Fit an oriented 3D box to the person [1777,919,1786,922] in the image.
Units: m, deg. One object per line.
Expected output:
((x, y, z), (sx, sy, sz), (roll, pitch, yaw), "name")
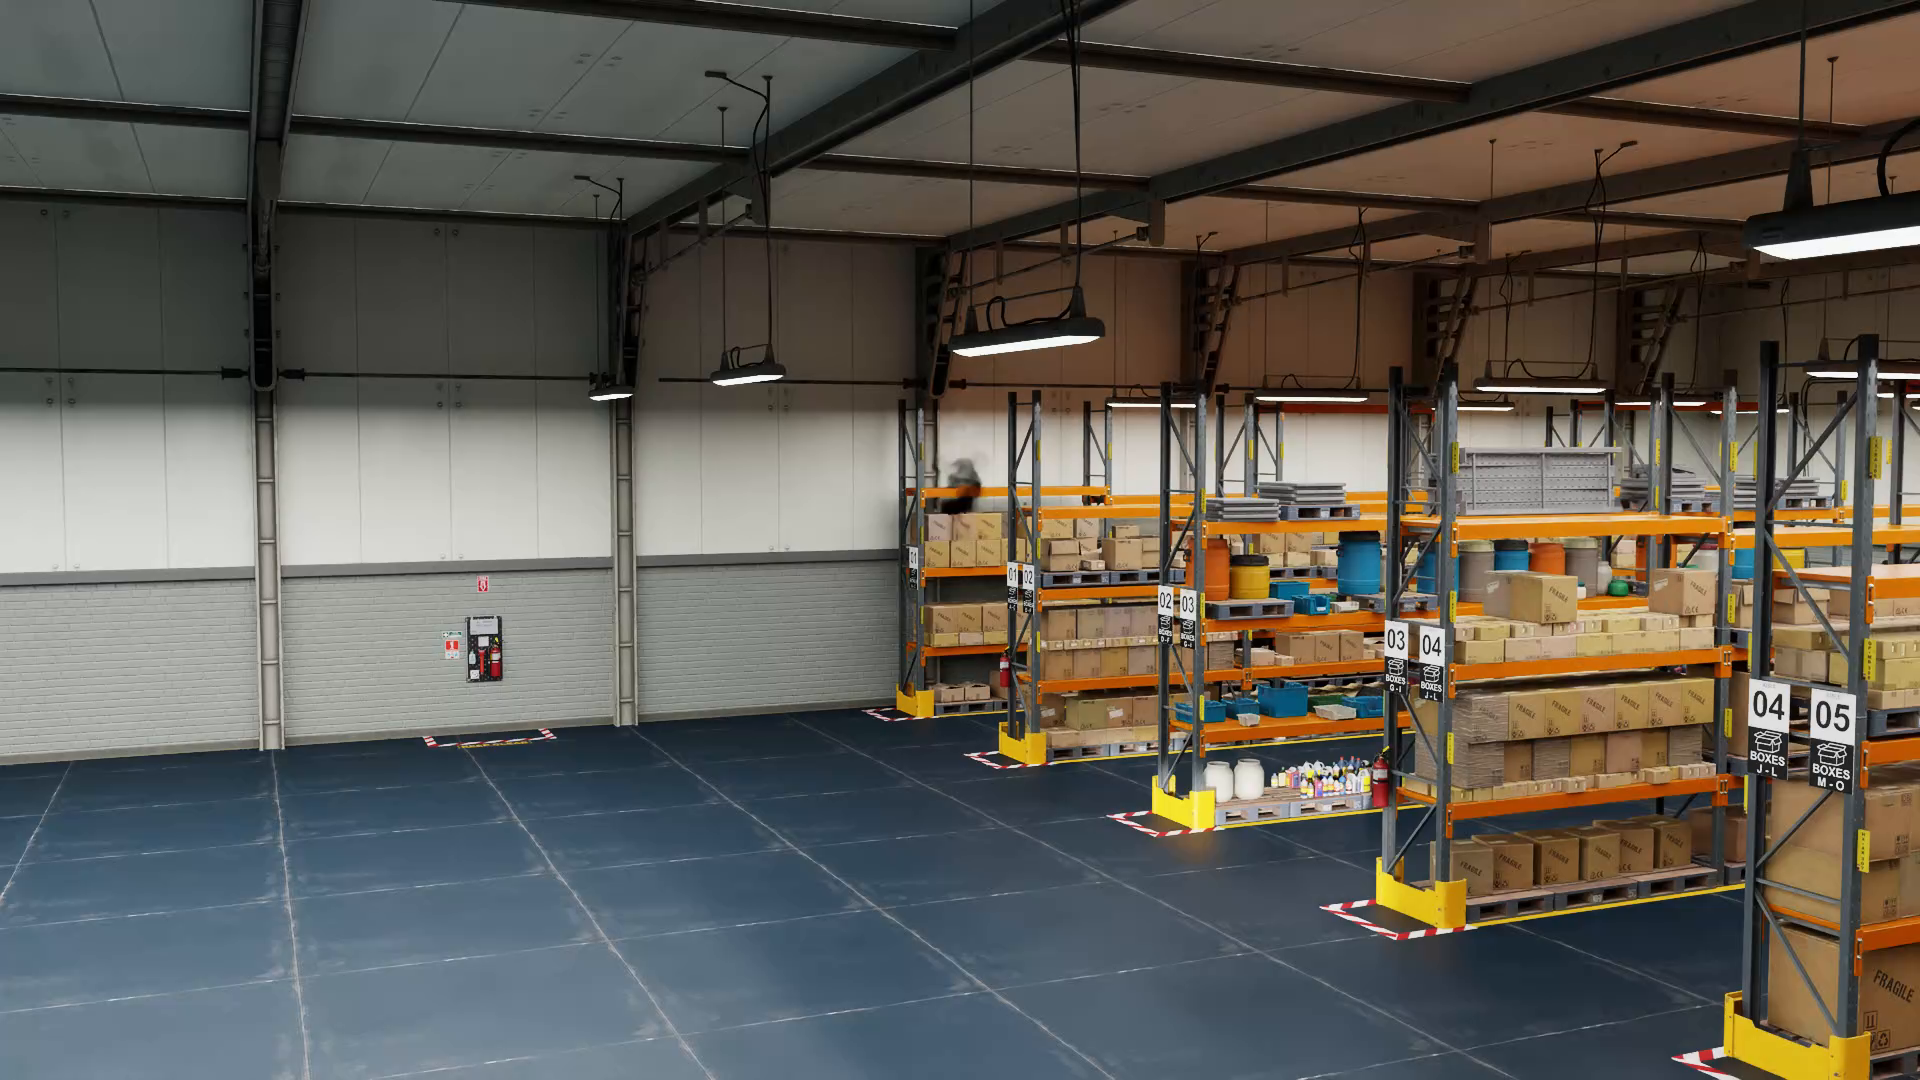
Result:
((7.985, 3.356, 15.635), (0.770, 1.841, 0.657), (-2, 4, -32), "person")
